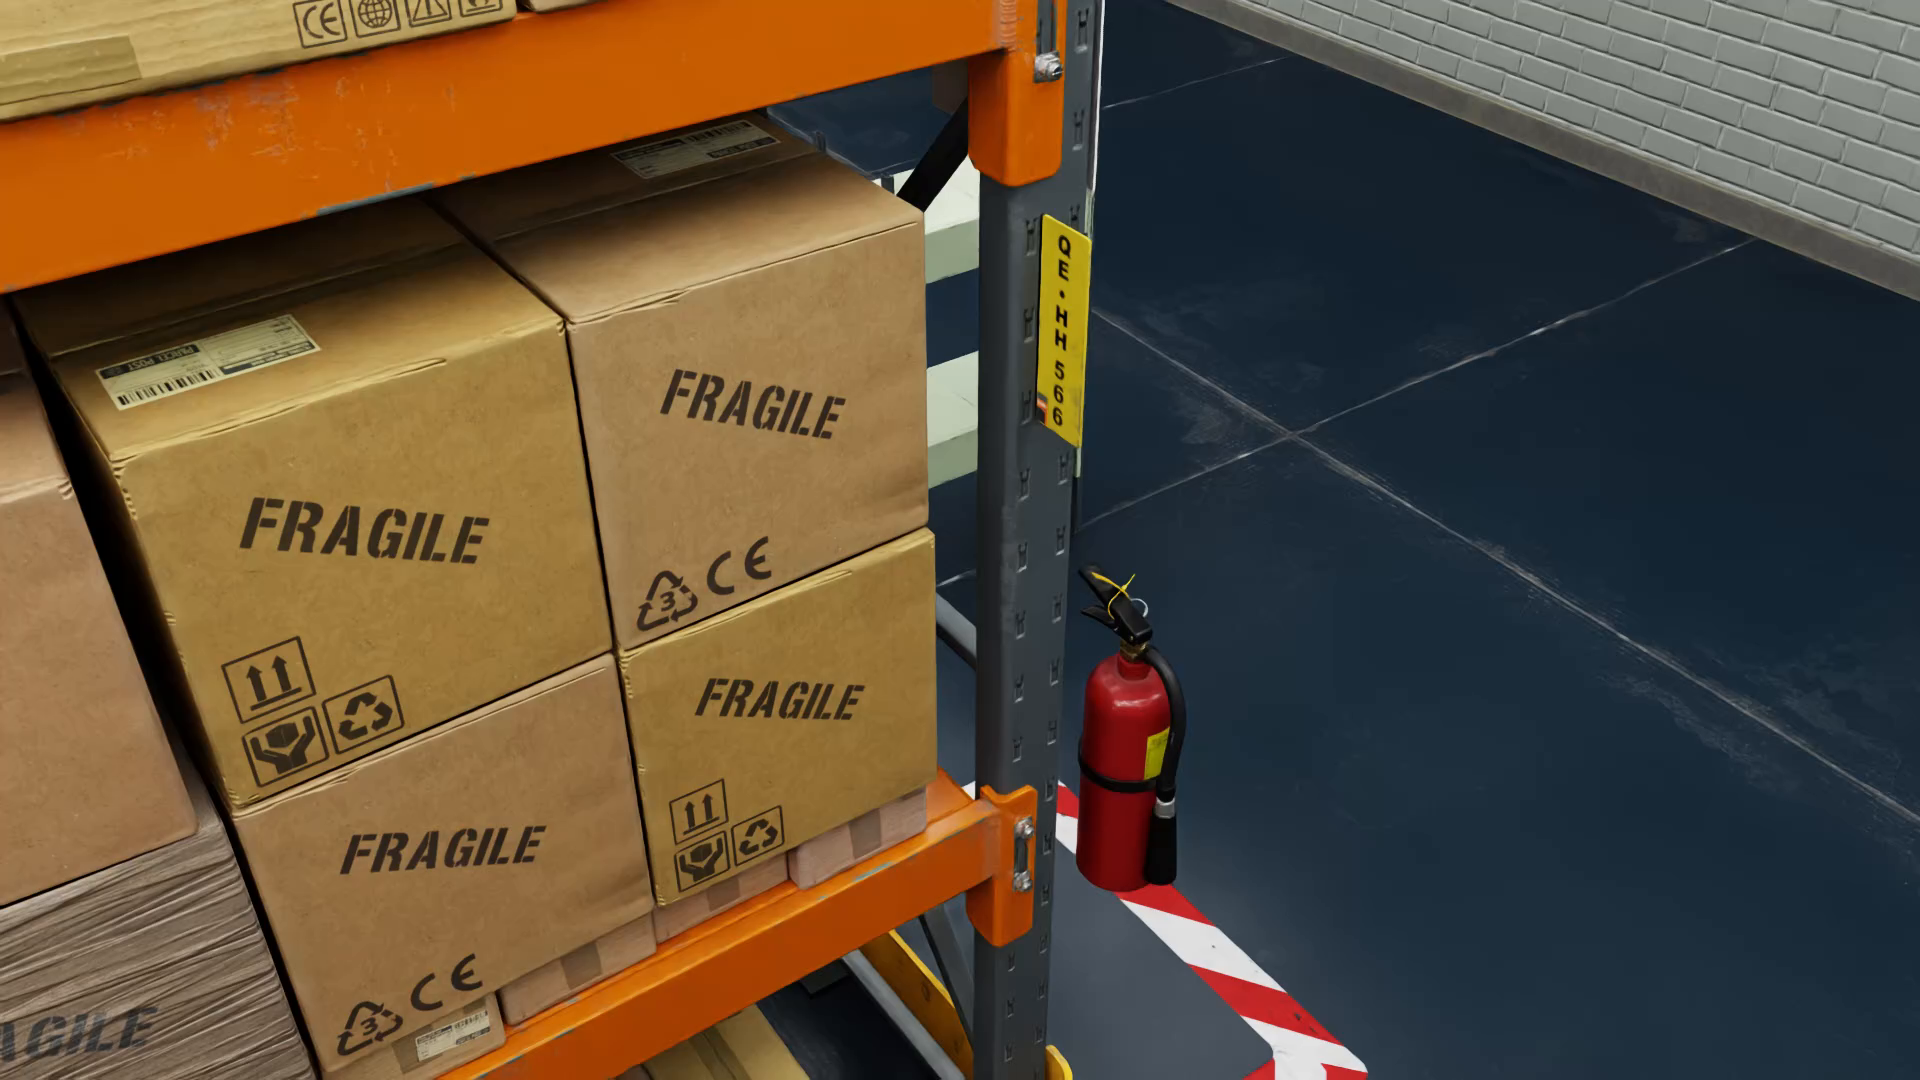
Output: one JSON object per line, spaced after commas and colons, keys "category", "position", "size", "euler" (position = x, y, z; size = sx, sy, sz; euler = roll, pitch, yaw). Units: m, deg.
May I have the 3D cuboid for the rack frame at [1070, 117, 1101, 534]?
{"category": "rack frame", "position": [0.294, -0.730, 5.480], "size": [0.023, 1.500, 0.400], "euler": [-22, 41, -28]}

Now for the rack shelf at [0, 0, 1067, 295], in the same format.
{"category": "rack shelf", "position": [-1.795, -0.213, 1.524], "size": [4.000, 0.370, 1.077], "euler": [-22, 41, -28]}

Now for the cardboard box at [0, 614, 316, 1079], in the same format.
{"category": "cardboard box", "position": [-1.212, 0.499, 2.147], "size": [0.500, 0.500, 0.500], "euler": [-22, 41, -28]}

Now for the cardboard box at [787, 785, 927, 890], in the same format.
{"category": "cardboard box", "position": [-0.264, 0.387, 2.858], "size": [0.250, 0.149, 0.380], "euler": [-22, 41, -28]}

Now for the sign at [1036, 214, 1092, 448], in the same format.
{"category": "sign", "position": [0.143, -0.286, 2.317], "size": [0.005, 0.325, 0.100], "euler": [-22, 41, -28]}

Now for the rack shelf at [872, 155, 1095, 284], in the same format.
{"category": "rack shelf", "position": [-0.005, -0.923, 5.081], "size": [0.720, 0.370, 0.431], "euler": [-22, 41, -28]}

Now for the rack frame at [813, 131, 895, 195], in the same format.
{"category": "rack frame", "position": [-0.305, -0.484, 5.138], "size": [0.023, 1.500, 0.400], "euler": [-22, 41, -28]}

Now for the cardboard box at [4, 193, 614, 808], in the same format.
{"category": "cardboard box", "position": [-0.805, -0.084, 2.101], "size": [0.500, 0.500, 0.500], "euler": [-24, 42, -29]}

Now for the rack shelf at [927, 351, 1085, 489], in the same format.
{"category": "rack shelf", "position": [-0.005, -0.342, 5.499], "size": [0.720, 0.370, 0.431], "euler": [-22, 41, -28]}

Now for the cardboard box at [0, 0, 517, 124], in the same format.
{"category": "cardboard box", "position": [-0.793, -0.662, 1.661], "size": [0.500, 0.250, 0.500], "euler": [-22, 41, -28]}

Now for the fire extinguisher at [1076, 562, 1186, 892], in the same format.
{"category": "fire extinguisher", "position": [0.311, 0.359, 3.068], "size": [0.183, 0.674, 0.296], "euler": [-22, 41, -28]}

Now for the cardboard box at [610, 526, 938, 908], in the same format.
{"category": "cardboard box", "position": [-0.380, 0.153, 2.628], "size": [0.500, 0.500, 0.500], "euler": [-21, 41, -27]}

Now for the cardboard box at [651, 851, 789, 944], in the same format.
{"category": "cardboard box", "position": [-0.489, 0.453, 2.767], "size": [0.250, 0.149, 0.380], "euler": [-22, 41, -28]}

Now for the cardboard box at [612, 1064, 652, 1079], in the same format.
{"category": "cardboard box", "position": [-0.686, 1.142, 3.166], "size": [0.250, 0.149, 0.380], "euler": [-22, 41, -27]}

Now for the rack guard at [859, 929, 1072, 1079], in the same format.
{"category": "rack guard", "position": [-0.223, 1.081, 3.819], "size": [0.348, 0.500, 1.175], "euler": [-22, 41, -28]}

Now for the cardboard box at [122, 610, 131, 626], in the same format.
{"category": "cardboard box", "position": [-1.109, 0.090, 2.715], "size": [0.500, 0.500, 0.500], "euler": [-22, 41, -28]}

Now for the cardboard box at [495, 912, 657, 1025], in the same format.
{"category": "cardboard box", "position": [-0.685, 0.544, 2.640], "size": [0.250, 0.149, 0.380], "euler": [-23, 42, -28]}

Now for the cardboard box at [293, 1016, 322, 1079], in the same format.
{"category": "cardboard box", "position": [-1.113, 0.716, 2.401], "size": [0.250, 0.149, 0.380], "euler": [-24, 42, -30]}

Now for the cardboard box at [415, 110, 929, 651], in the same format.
{"category": "cardboard box", "position": [-0.391, -0.254, 2.338], "size": [0.500, 0.500, 0.500], "euler": [-23, 42, -29]}

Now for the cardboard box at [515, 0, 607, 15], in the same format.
{"category": "cardboard box", "position": [-0.380, -0.837, 1.905], "size": [0.500, 0.250, 0.500], "euler": [-23, 42, -29]}

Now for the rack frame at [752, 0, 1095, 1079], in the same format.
{"category": "rack frame", "position": [-0.161, 0.040, 3.125], "size": [0.127, 3.000, 1.000], "euler": [-22, 41, -28]}

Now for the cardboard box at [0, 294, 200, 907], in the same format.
{"category": "cardboard box", "position": [-1.225, 0.095, 1.852], "size": [0.500, 0.500, 0.500], "euler": [-20, 40, -26]}

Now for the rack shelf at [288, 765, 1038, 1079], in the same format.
{"category": "rack shelf", "position": [-1.795, 1.005, 2.400], "size": [4.000, 0.370, 1.077], "euler": [-22, 41, -28]}

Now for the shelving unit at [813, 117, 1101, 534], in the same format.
{"category": "shelving unit", "position": [-0.005, -0.607, 5.309], "size": [0.755, 1.500, 0.431], "euler": [-22, 41, -28]}

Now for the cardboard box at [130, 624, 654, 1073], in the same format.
{"category": "cardboard box", "position": [-0.804, 0.324, 2.391], "size": [0.500, 0.500, 0.500], "euler": [-23, 42, -29]}

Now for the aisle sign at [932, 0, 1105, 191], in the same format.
{"category": "aisle sign", "position": [0.072, -0.896, 2.201], "size": [0.004, 0.787, 0.394], "euler": [-22, 41, -28]}

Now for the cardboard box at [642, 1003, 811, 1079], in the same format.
{"category": "cardboard box", "position": [-0.447, 1.085, 3.245], "size": [0.250, 0.149, 0.380], "euler": [-22, 41, -27]}

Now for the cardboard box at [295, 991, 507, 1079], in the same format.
{"category": "cardboard box", "position": [-0.881, 0.641, 2.505], "size": [0.250, 0.149, 0.380], "euler": [-21, 41, -27]}
